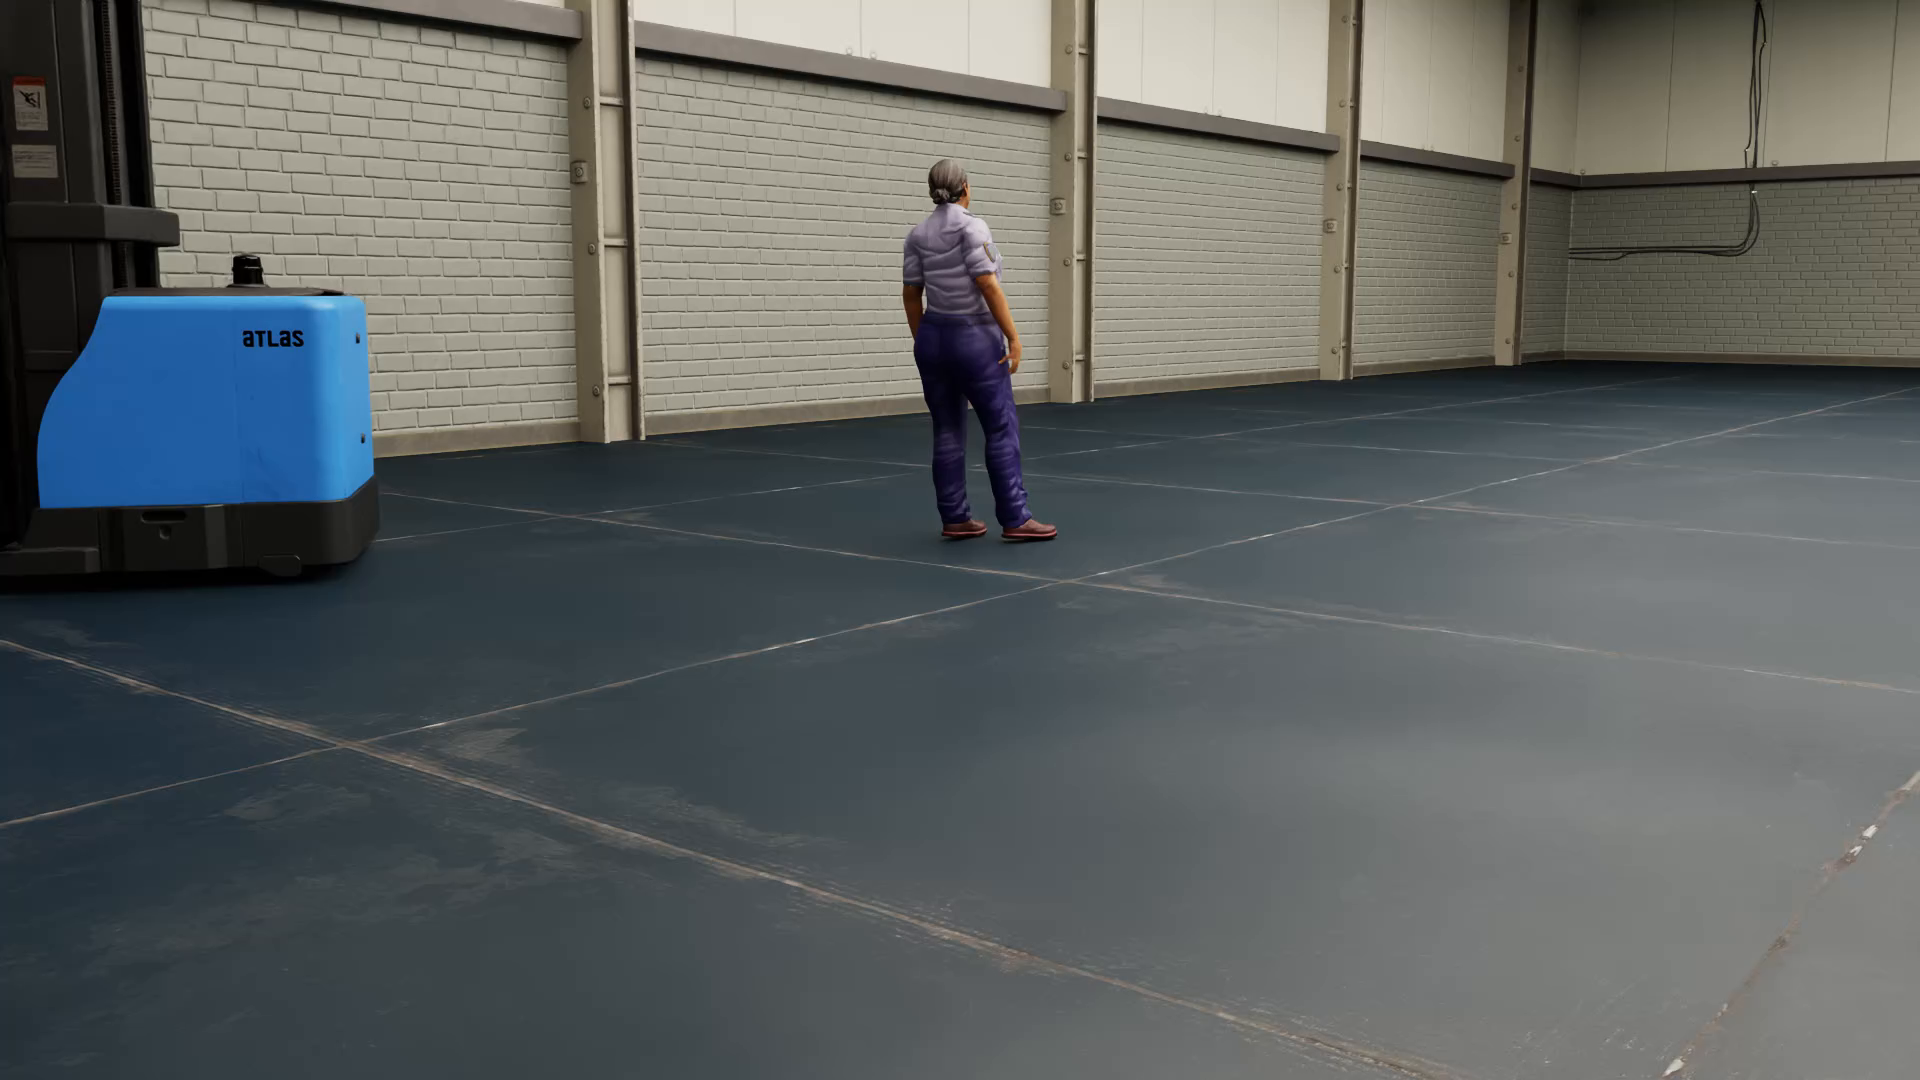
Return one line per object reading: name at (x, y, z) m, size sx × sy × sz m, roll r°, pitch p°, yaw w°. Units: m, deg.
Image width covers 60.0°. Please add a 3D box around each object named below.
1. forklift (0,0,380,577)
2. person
forklift at (-3.898, -1.315, 6.267) m, size 3.031 × 2.935 × 1.130 m, roll -2°, pitch 9°, yaw -13°
person at (0.074, -0.825, 7.340) m, size 0.598 × 1.637 × 0.503 m, roll 7°, pitch 11°, yaw 38°
